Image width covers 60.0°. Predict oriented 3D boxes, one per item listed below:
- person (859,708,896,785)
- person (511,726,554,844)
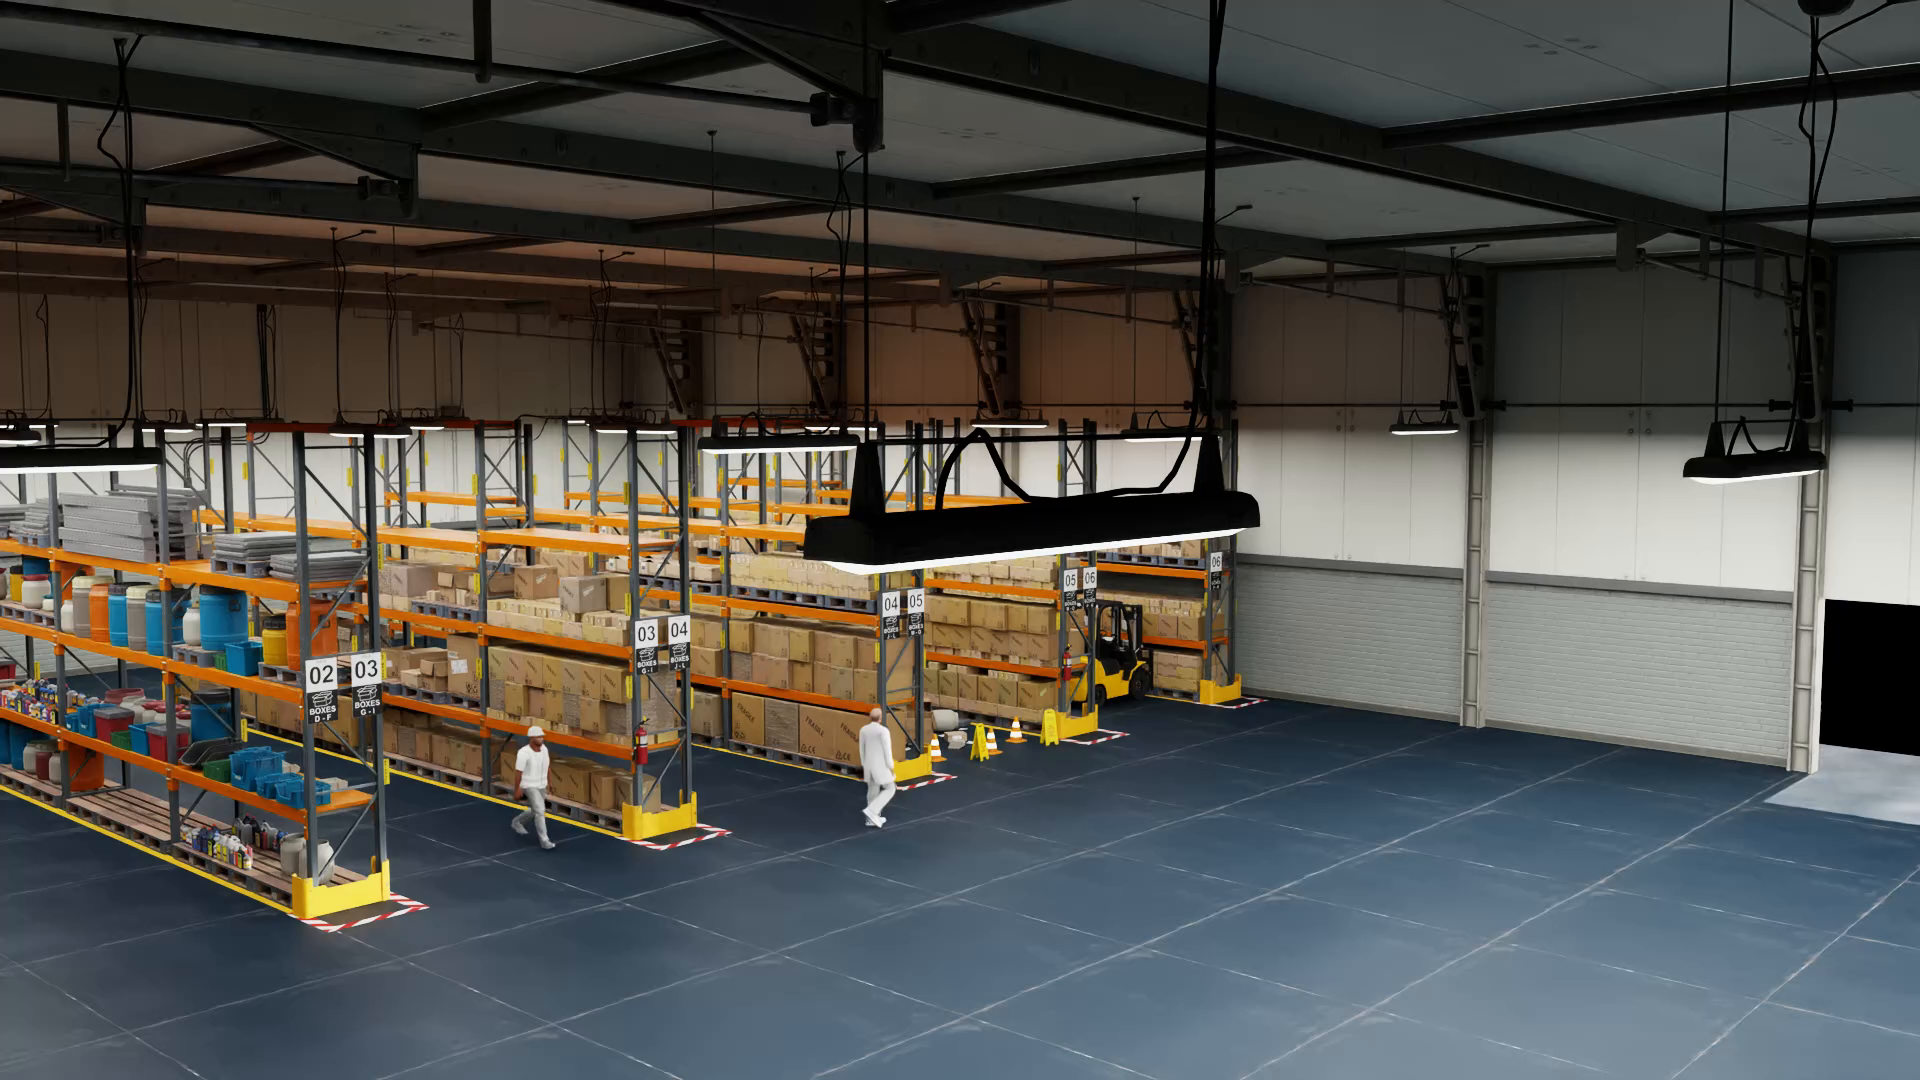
[{"bbox_3d":[-1.217,3.072,24.862,0.605,1.142,0.400,4,6,43],"label":"person"},{"bbox_3d":[-6.193,3.490,23.940,0.859,1.649,0.589,2,5,26],"label":"person"}]
